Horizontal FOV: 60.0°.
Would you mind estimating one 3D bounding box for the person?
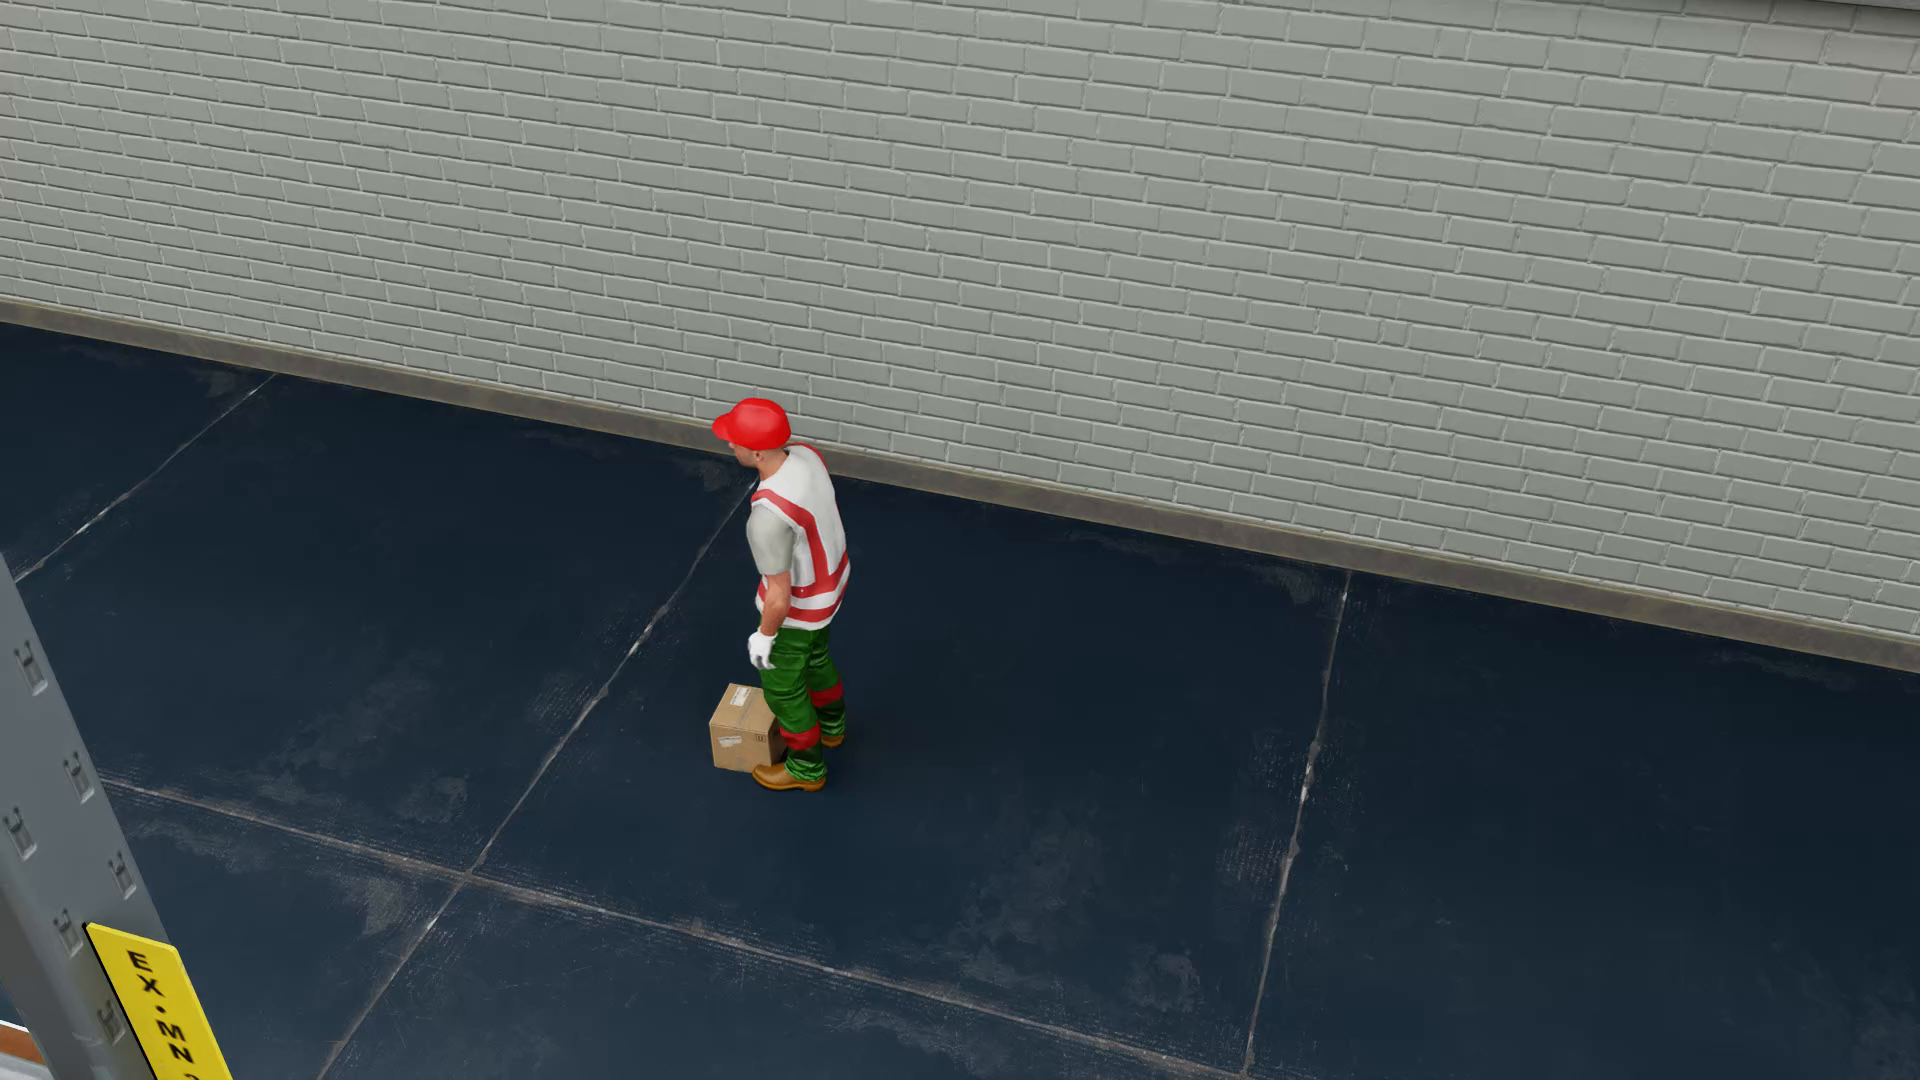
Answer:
[{"bbox_3d":[-0.652,0.221,6.339,0.447,1.780,0.620,9,38,11],"label":"person"}]
